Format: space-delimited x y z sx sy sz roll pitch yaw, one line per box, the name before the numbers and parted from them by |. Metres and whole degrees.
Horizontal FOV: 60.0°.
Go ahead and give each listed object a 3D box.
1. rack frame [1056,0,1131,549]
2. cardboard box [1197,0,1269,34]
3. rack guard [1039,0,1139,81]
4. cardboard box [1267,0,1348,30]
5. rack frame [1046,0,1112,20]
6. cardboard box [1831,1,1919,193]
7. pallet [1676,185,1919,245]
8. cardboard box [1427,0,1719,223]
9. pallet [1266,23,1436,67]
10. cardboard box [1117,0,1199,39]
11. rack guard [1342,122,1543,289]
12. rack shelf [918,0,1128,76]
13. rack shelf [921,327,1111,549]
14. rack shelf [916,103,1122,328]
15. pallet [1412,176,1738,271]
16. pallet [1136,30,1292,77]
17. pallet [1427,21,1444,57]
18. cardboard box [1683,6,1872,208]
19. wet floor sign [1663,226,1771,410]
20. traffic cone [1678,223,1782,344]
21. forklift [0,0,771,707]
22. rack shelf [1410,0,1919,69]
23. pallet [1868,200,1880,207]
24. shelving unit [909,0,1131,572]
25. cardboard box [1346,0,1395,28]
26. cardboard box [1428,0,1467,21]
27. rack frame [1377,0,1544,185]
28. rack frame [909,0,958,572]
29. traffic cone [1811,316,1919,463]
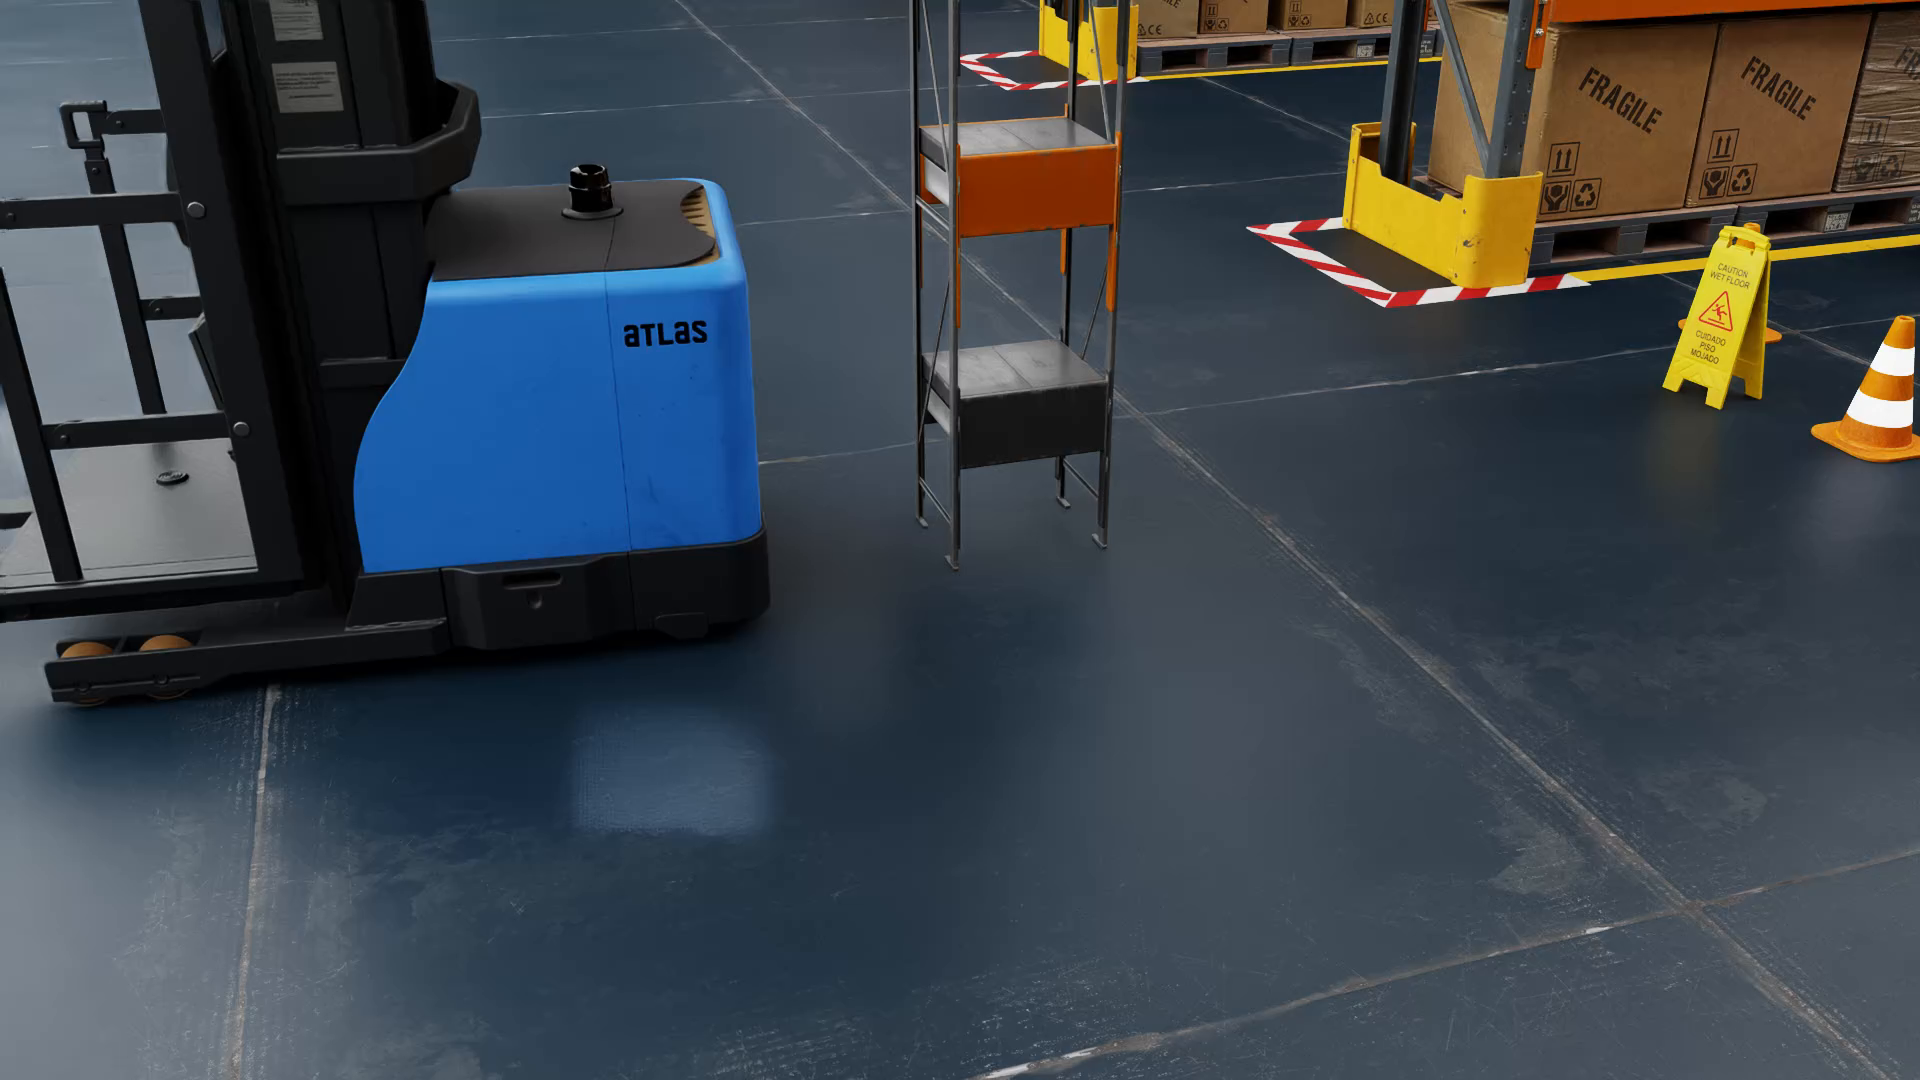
rack frame | 0.389 -0.997 4.897 0.015 2.100 0.400 -8 28 -16
cardboard box | 2.017 -4.103 12.480 0.500 0.500 0.500 -1 26 -3
rack guard | 0.933 -3.750 12.241 0.348 0.500 1.175 -8 28 -16
cardboard box | 2.618 -4.181 12.638 0.500 0.500 0.500 -6 27 -11
rack frame | 0.861 -4.859 11.664 0.127 3.000 1.000 -8 28 -16
cardboard box | 4.628 -2.352 8.532 0.875 0.875 0.875 -8 28 -16
pallet | 4.194 -1.808 8.655 1.213 0.211 1.003 -8 28 -16
cardboard box | 2.925 -2.105 8.035 0.875 0.875 0.875 -8 28 -16
pallet | 2.874 -3.884 12.835 1.213 0.211 1.003 -8 28 -16
cardboard box | 1.459 -4.006 12.285 0.500 0.500 0.500 -3 27 -7
rack guard | 2.278 -1.625 7.961 0.348 0.500 1.175 -8 28 -16
rack shelf | 0.157 -1.578 4.524 0.480 0.518 0.431 -8 28 -16
rack shelf | 0.157 -0.324 5.146 0.480 0.518 0.431 -8 28 -16
rack shelf | 0.157 -0.951 4.835 0.480 0.518 0.431 -8 28 -16
pallet | 3.036 -1.642 8.320 1.213 0.211 1.003 -8 28 -16
pallet | 1.716 -3.717 12.500 1.213 0.211 1.003 -8 28 -16
pallet | 4.036 -4.053 13.177 1.213 0.211 1.003 -8 28 -16
cardboard box | 3.761 -2.227 8.281 0.875 0.875 0.875 -9 28 -17
wet floor sign | 2.886 -0.852 6.241 0.232 0.644 0.267 -13 29 -25
traffic cone | 3.245 -1.084 6.913 0.334 0.463 0.336 -8 28 -16
forklift | -2.108 -1.130 4.231 3.031 2.935 1.130 -5 27 -10
rack shelf | 4.202 -2.701 8.126 4.000 0.370 1.077 -8 28 -16
pallet | 5.357 -1.978 8.997 1.213 0.211 1.003 -8 28 -16
shelving unit | 0.157 -0.963 4.829 0.503 2.100 0.431 -8 28 -16
cardboard box | 3.163 -4.239 12.754 0.500 0.500 0.500 -11 28 -21
cardboard box | 3.729 -4.358 12.993 0.500 0.500 0.500 0 26 0
rack frame | 2.300 -2.748 7.411 0.127 3.000 1.000 -8 28 -16
rack frame | -0.075 -0.930 4.761 0.015 2.100 0.400 -8 28 -16
traffic cone | 3.272 -0.560 5.857 0.334 0.463 0.336 -8 28 -16
